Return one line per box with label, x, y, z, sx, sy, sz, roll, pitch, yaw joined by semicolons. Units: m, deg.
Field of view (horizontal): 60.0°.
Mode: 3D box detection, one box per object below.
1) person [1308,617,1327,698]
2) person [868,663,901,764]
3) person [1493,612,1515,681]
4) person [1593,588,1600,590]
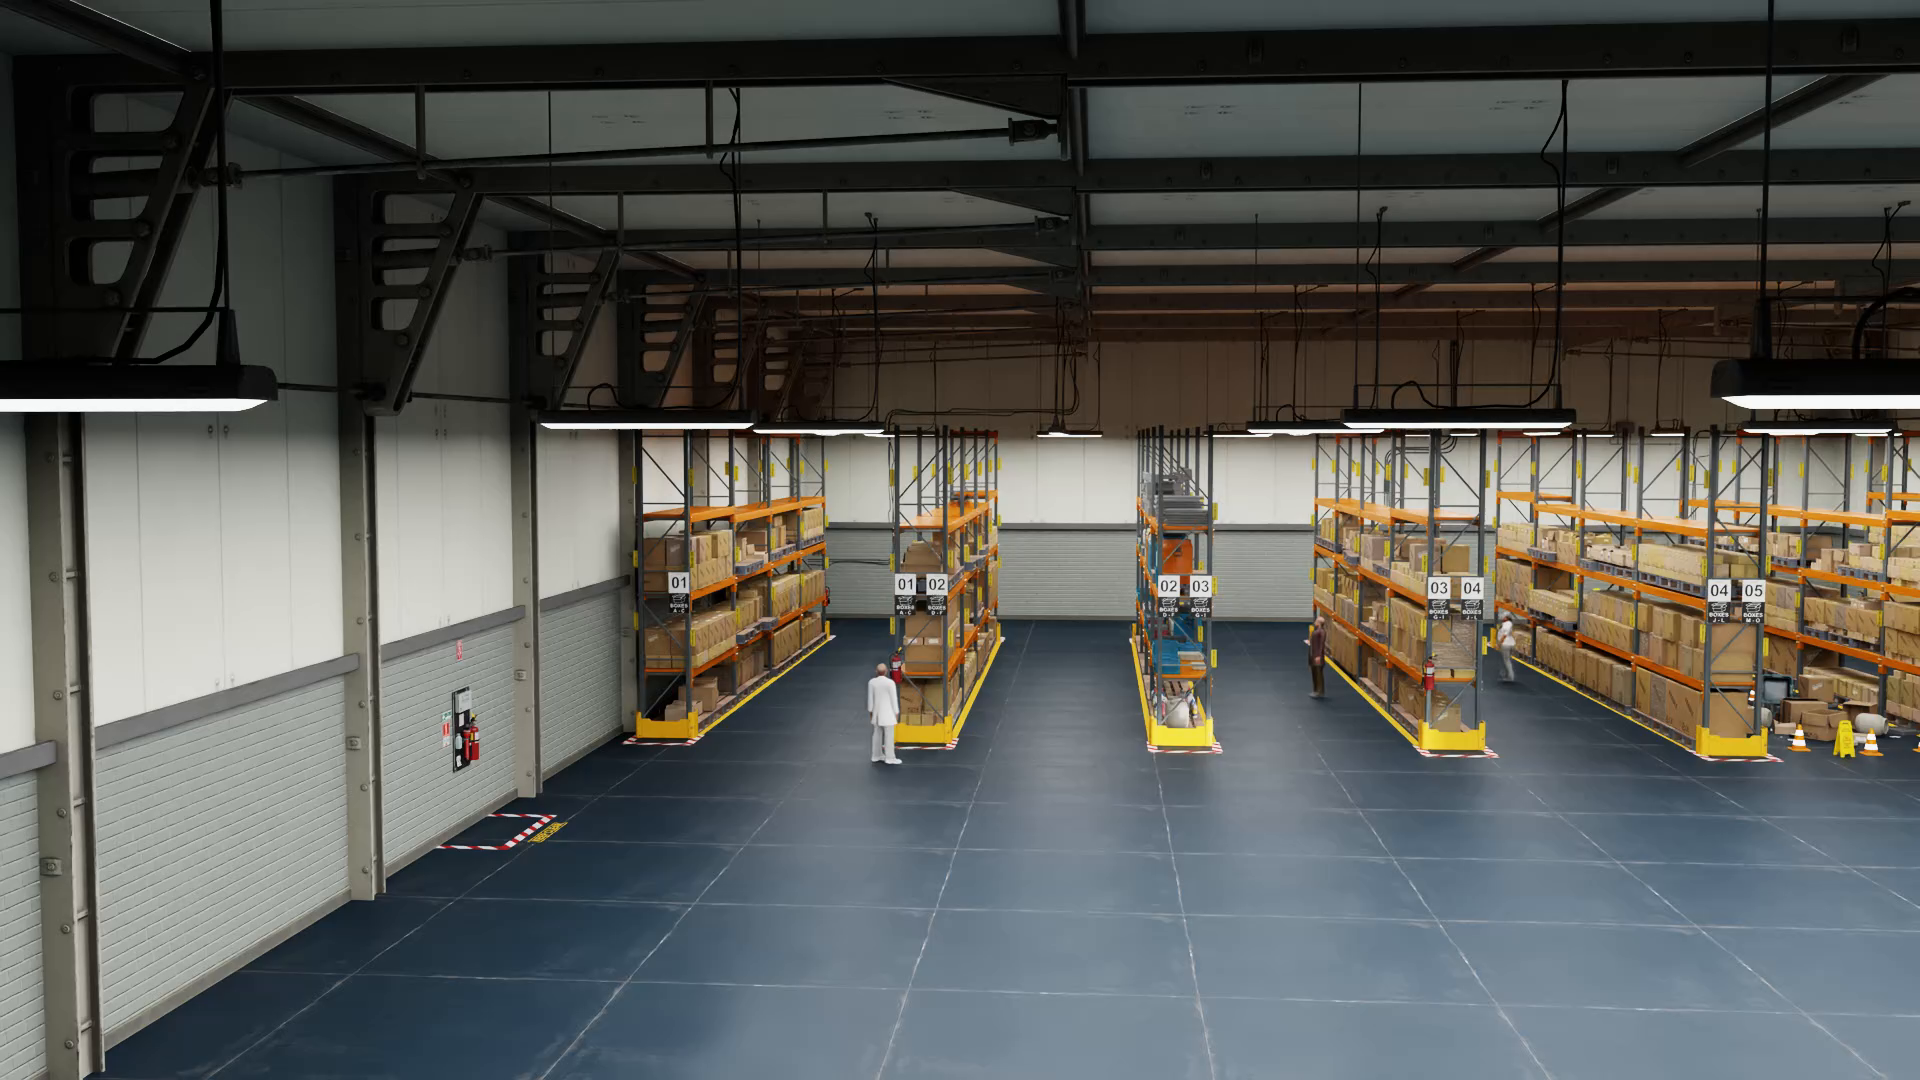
person;7.923;2.612;37.135;0.529;1.788;0.636;-1;4;-19
person;-1.345;3.069;29.506;0.476;1.792;0.602;-3;5;-45
person;12.879;2.544;39.421;0.550;1.701;0.685;-3;4;-39
person;16.985;2.172;44.544;0.459;1.772;0.598;2;4;26
